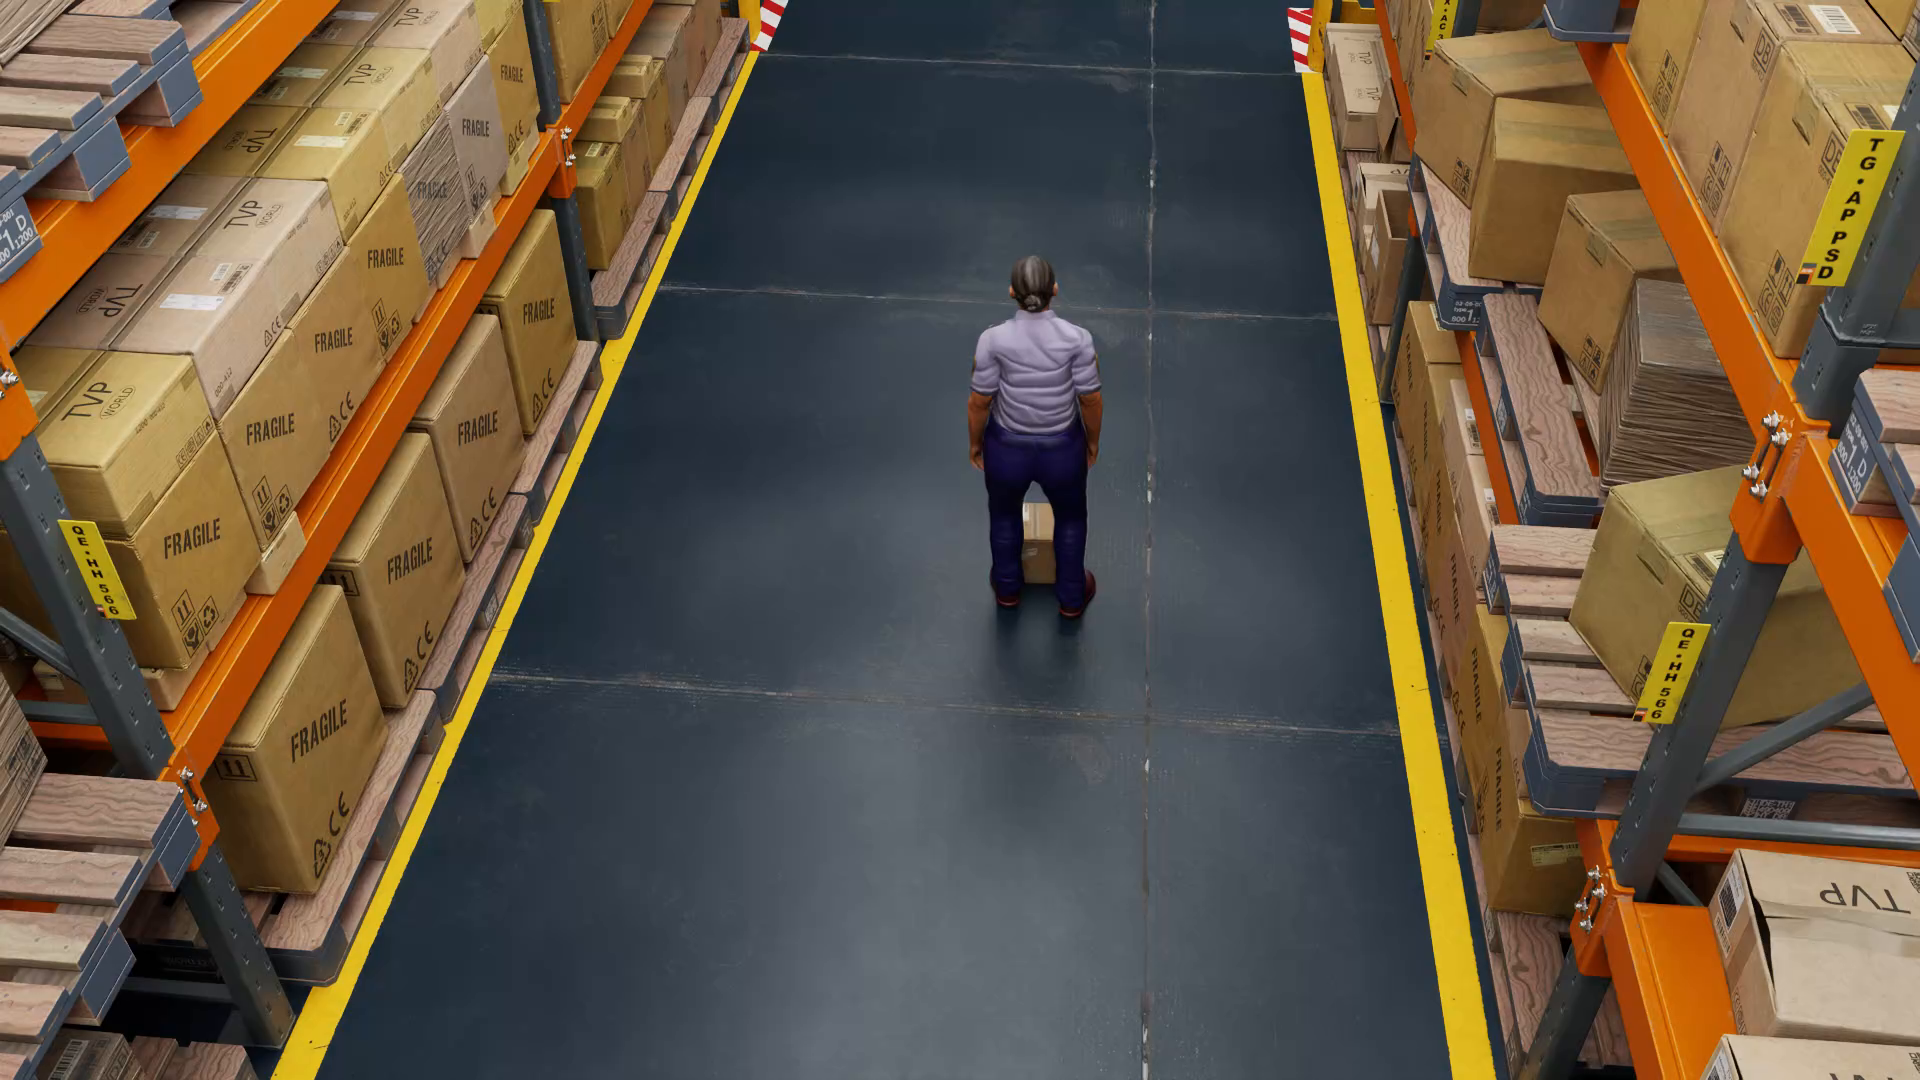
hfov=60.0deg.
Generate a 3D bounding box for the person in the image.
[{"bbox_3d":[0.312,-0.385,6.617,0.548,1.651,0.425,1,40,1],"label":"person"}]
